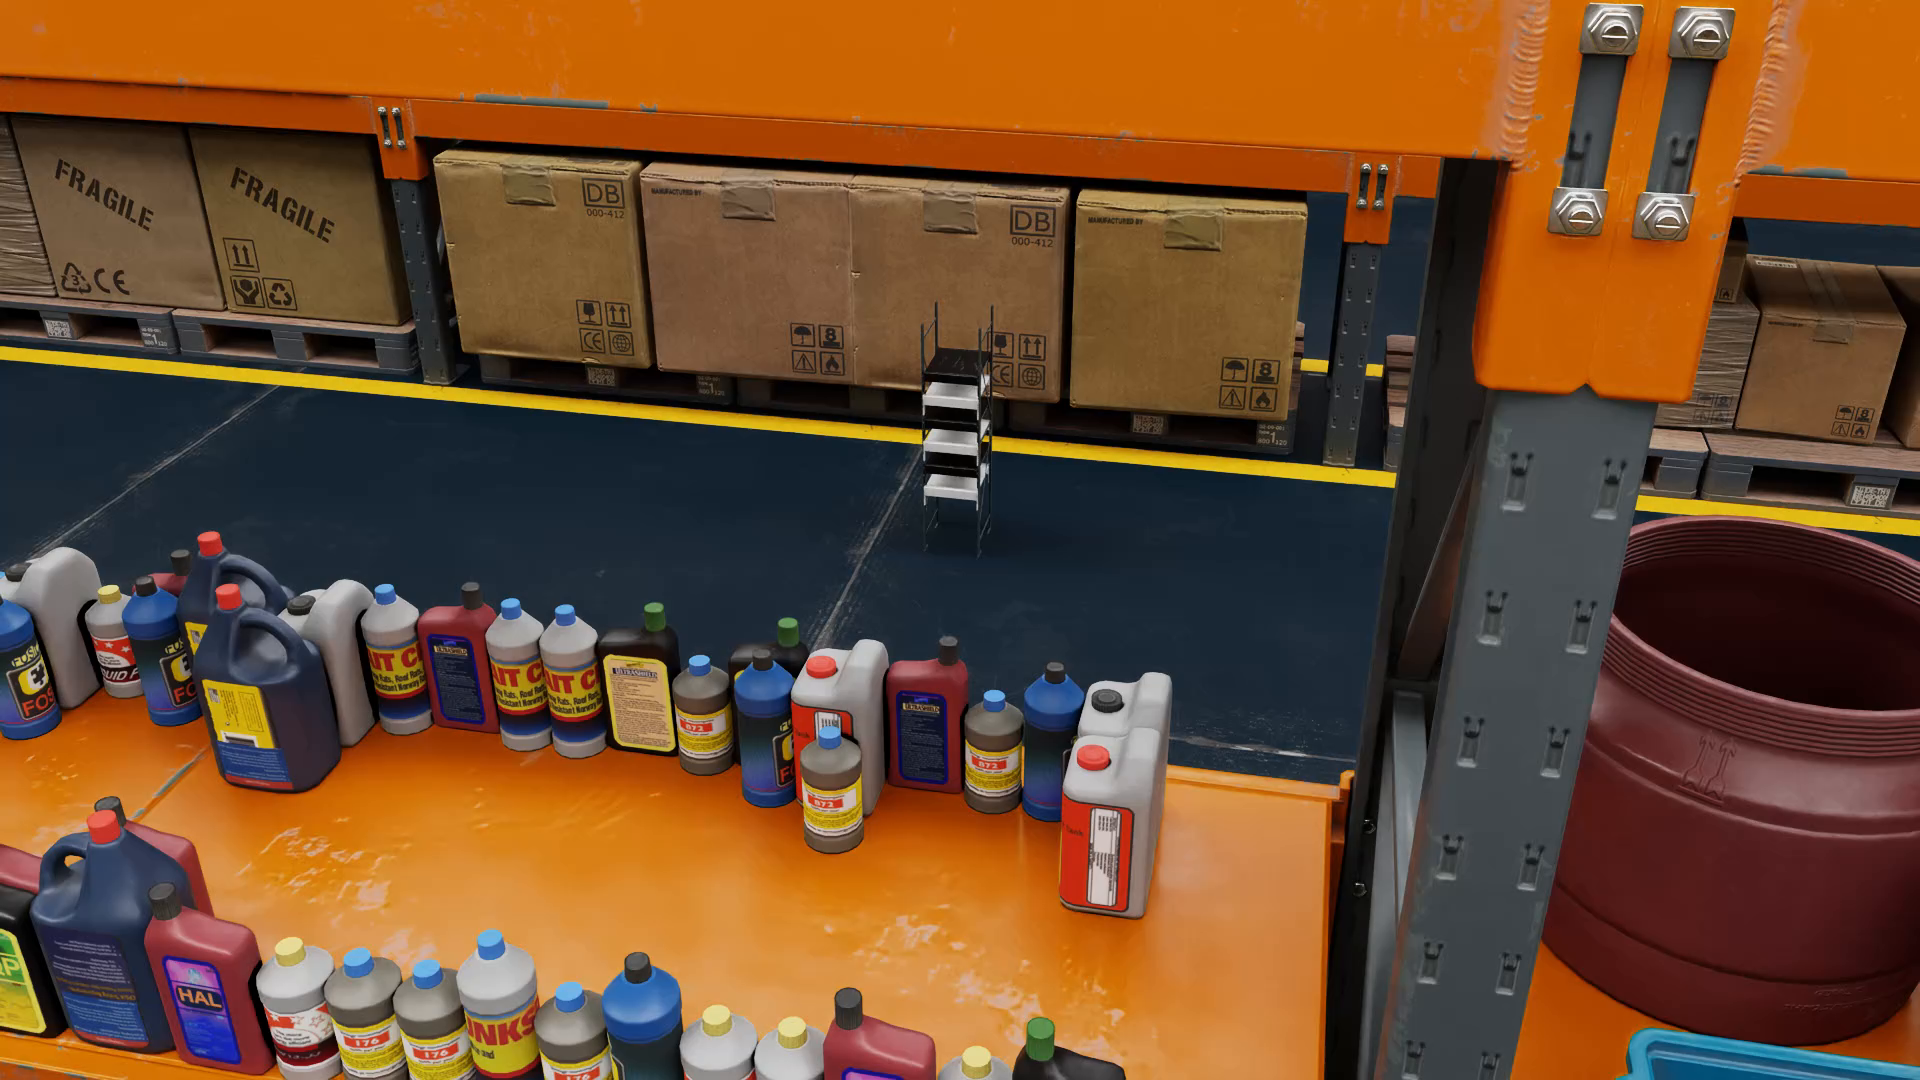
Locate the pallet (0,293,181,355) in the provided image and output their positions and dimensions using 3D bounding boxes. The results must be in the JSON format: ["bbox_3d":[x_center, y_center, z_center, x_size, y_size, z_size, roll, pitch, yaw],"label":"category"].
[{"bbox_3d":[-4.188,-1.258,8.328,1.213,0.211,1.003,6,29,11],"label":"pallet"}]

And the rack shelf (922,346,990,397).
[{"bbox_3d":[-0.008,-0.603,5.922,0.200,0.077,0.258,6,29,11],"label":"rack shelf"}]

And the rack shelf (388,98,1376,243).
[{"bbox_3d":[-0.308,-1.731,7.037,4.000,0.370,1.077,6,29,11],"label":"rack shelf"}]

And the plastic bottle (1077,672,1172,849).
[{"bbox_3d":[0.258,0.340,2.635,0.135,0.276,0.152,6,29,11],"label":"plastic bottle"}]

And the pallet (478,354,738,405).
[{"bbox_3d":[-1.494,-0.982,7.823,1.213,0.211,1.003,6,29,11],"label":"pallet"}]

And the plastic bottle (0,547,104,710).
[{"bbox_3d":[-1.636,0.145,2.990,0.135,0.276,0.152,6,29,11],"label":"plastic bottle"}]

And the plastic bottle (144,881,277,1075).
[{"bbox_3d":[-0.989,0.577,2.194,0.133,0.283,0.061,6,29,11],"label":"plastic bottle"}]

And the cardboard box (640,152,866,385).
[{"bbox_3d":[-0.760,-1.355,7.377,0.875,0.875,1.225,5,29,9],"label":"cardboard box"}]

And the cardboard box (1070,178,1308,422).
[{"bbox_3d":[0.977,-1.177,7.051,0.875,0.875,1.225,5,29,8],"label":"cardboard box"}]

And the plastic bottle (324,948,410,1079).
[{"bbox_3d":[-0.777,0.626,2.191,0.097,0.201,0.097,0,29,0],"label":"plastic bottle"}]

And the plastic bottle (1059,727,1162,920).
[{"bbox_3d":[0.226,0.411,2.505,0.135,0.276,0.152,6,29,11],"label":"plastic bottle"}]

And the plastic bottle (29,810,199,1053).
[{"bbox_3d":[-1.136,0.512,2.243,0.185,0.351,0.144,6,29,11],"label":"plastic bottle"}]

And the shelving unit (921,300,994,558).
[{"bbox_3d":[-0.008,-0.396,6.035,0.210,0.900,0.258,6,29,11],"label":"shelving unit"}]

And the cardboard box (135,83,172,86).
[{"bbox_3d":[-3.385,-2.091,7.207,0.250,0.149,0.380,6,29,12],"label":"cardboard box"}]

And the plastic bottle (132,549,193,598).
[{"bbox_3d":[-1.401,0.144,2.985,0.133,0.283,0.061,6,29,11],"label":"plastic bottle"}]

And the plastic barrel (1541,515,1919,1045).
[{"bbox_3d":[1.131,0.325,2.391,0.708,0.536,0.600,6,29,11],"label":"plastic barrel"}]

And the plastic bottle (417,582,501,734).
[{"bbox_3d":[-0.863,0.199,2.884,0.133,0.283,0.061,6,29,11],"label":"plastic bottle"}]

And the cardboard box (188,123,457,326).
[{"bbox_3d":[-2.893,-1.603,7.829,0.875,0.875,0.875,6,29,11],"label":"cardboard box"}]

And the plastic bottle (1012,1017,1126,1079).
[{"bbox_3d":[0.129,0.691,1.985,0.133,0.283,0.061,6,29,11],"label":"plastic bottle"}]

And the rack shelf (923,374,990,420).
[{"bbox_3d":[-0.008,-0.524,5.965,0.200,0.077,0.258,6,29,11],"label":"rack shelf"}]

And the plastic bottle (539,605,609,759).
[{"bbox_3d":[-0.658,0.234,2.832,0.097,0.271,0.097,0,29,0],"label":"plastic bottle"}]

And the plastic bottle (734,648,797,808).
[{"bbox_3d":[-0.315,0.299,2.714,0.097,0.271,0.097,0,29,0],"label":"plastic bottle"}]

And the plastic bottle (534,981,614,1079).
[{"bbox_3d":[-0.491,0.655,2.137,0.097,0.201,0.097,0,29,0],"label":"plastic bottle"}]

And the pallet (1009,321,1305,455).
[{"bbox_3d":[0.893,-0.737,7.376,1.213,0.211,1.003,6,29,11],"label":"pallet"}]

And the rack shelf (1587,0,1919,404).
[{"bbox_3d":[2.570,-0.319,1.335,4.000,0.370,1.077,6,29,11],"label":"rack shelf"}]

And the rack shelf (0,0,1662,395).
[{"bbox_3d":[-1.342,-0.720,2.068,4.000,0.370,1.077,6,29,11],"label":"rack shelf"}]

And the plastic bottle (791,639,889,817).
[{"bbox_3d":[-0.194,0.293,2.720,0.135,0.276,0.152,6,29,11],"label":"plastic bottle"}]

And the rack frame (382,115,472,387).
[{"bbox_3d":[-2.264,-2.247,7.230,0.127,3.000,1.000,6,29,11],"label":"rack frame"}]

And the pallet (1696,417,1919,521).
[{"bbox_3d":[3.601,-0.420,6.797,1.213,0.211,1.003,6,29,11],"label":"pallet"}]

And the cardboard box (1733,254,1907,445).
[{"bbox_3d":[3.408,-0.781,6.698,0.500,0.500,0.700,8,30,15],"label":"cardboard box"}]

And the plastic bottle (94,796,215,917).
[{"bbox_3d":[-1.139,0.491,2.352,0.133,0.283,0.061,6,29,11],"label":"plastic bottle"}]

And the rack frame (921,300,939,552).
[{"bbox_3d":[-0.107,-0.406,6.054,0.006,0.900,0.240,6,29,11],"label":"rack frame"}]

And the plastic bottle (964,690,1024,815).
[{"bbox_3d":[0.055,0.338,2.716,0.097,0.201,0.097,0,29,0],"label":"plastic bottle"}]

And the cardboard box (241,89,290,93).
[{"bbox_3d":[-2.883,-2.039,7.112,0.250,0.149,0.380,6,29,12],"label":"cardboard box"}]

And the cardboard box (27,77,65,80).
[{"bbox_3d":[-3.887,-2.142,7.300,0.250,0.149,0.380,5,29,10],"label":"cardboard box"}]

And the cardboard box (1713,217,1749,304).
[{"bbox_3d":[2.830,-1.170,6.627,0.500,0.250,0.500,9,30,16],"label":"cardboard box"}]

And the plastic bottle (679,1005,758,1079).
[{"bbox_3d":[-0.301,0.674,2.102,0.097,0.201,0.097,0,29,0],"label":"plastic bottle"}]

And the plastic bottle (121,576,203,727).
[{"bbox_3d":[-1.399,0.188,2.917,0.097,0.271,0.097,0,29,0],"label":"plastic bottle"}]

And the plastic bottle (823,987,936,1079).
[{"bbox_3d":[-0.097,0.668,2.027,0.133,0.283,0.061,6,29,11],"label":"plastic bottle"}]

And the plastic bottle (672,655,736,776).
[{"bbox_3d":[-0.433,0.288,2.807,0.097,0.201,0.097,0,29,0],"label":"plastic bottle"}]

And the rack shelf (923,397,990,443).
[{"bbox_3d":[-0.008,-0.445,6.008,0.200,0.077,0.258,6,29,11],"label":"rack shelf"}]

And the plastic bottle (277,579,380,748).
[{"bbox_3d":[-1.098,0.201,2.889,0.135,0.276,0.152,6,29,11],"label":"plastic bottle"}]

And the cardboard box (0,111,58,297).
[{"bbox_3d":[-4.643,-1.782,8.157,0.875,0.875,0.875,6,29,11],"label":"cardboard box"}]
